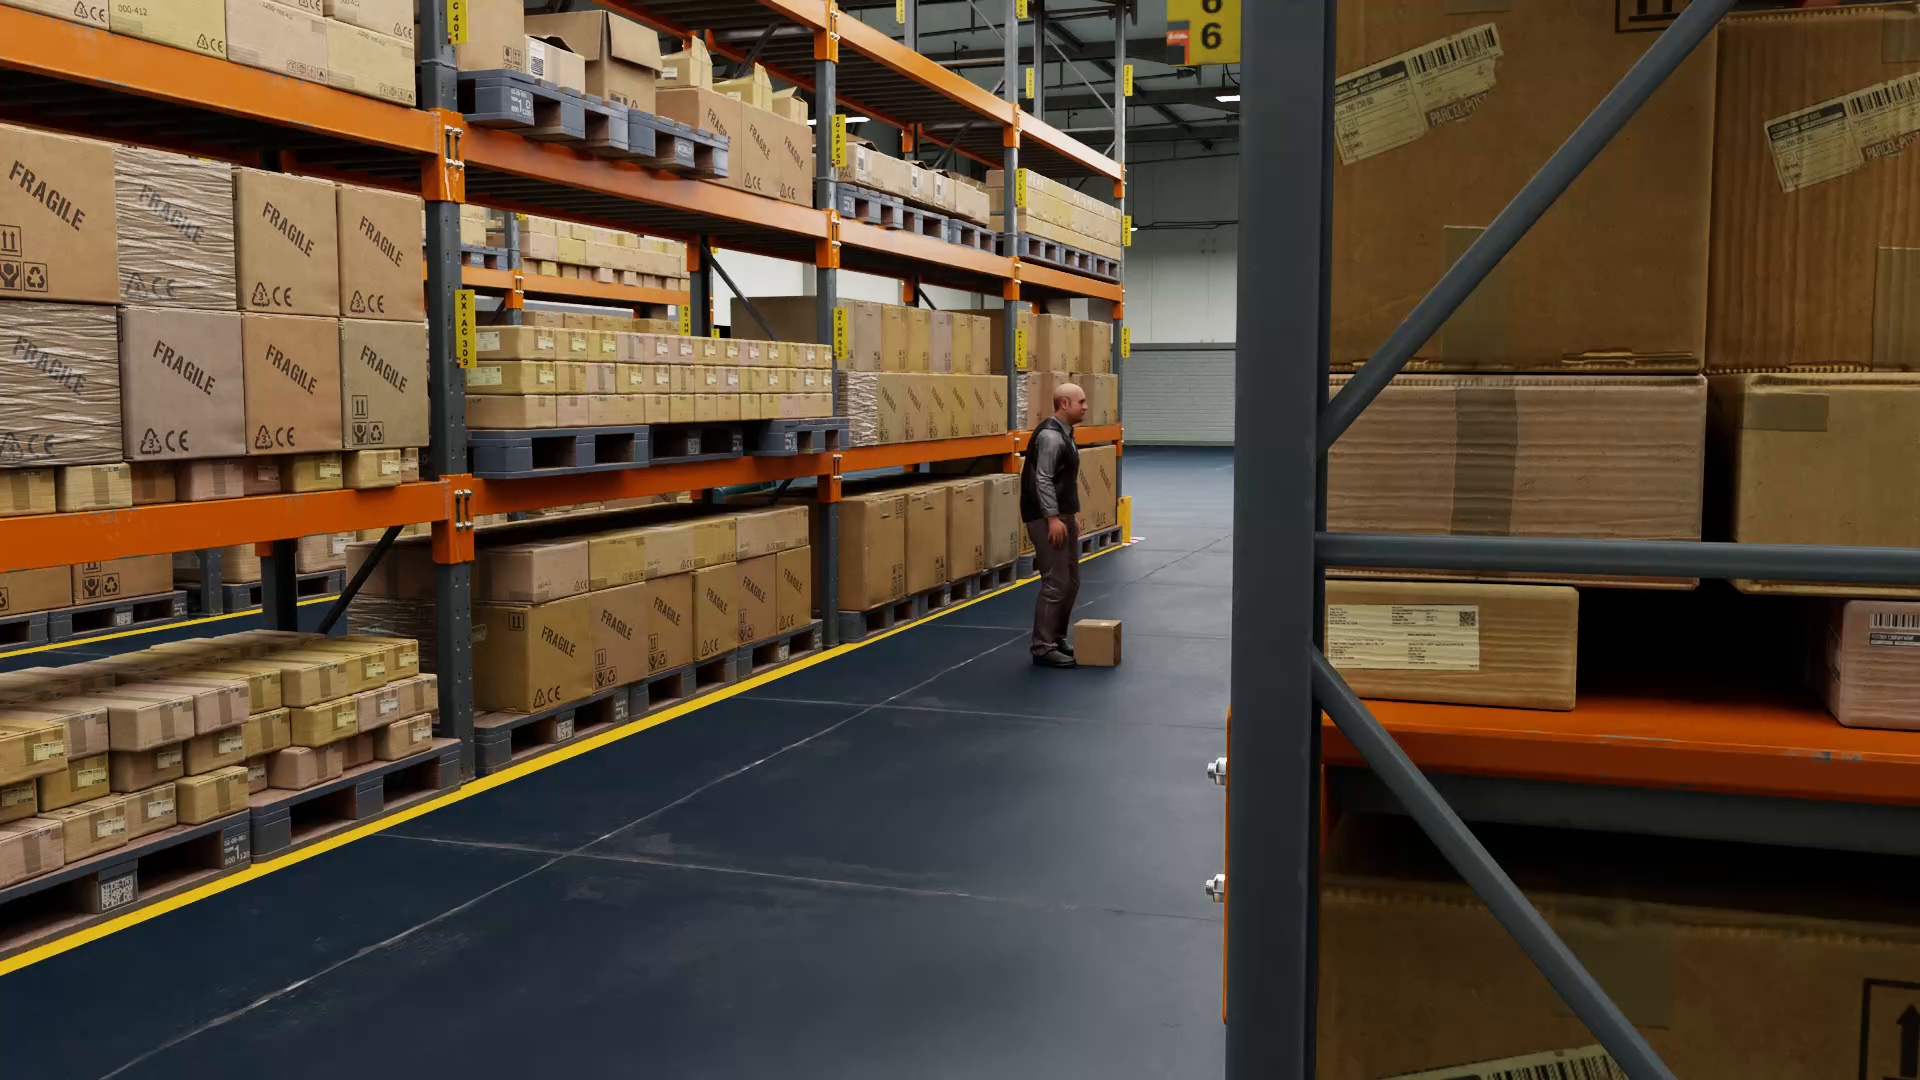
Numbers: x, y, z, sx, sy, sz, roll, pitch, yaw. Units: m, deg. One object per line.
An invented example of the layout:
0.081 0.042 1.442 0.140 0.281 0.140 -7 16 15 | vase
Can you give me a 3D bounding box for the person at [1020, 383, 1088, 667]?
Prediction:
0.584 -0.106 10.295 0.410 1.721 0.589 2 5 17 | person
